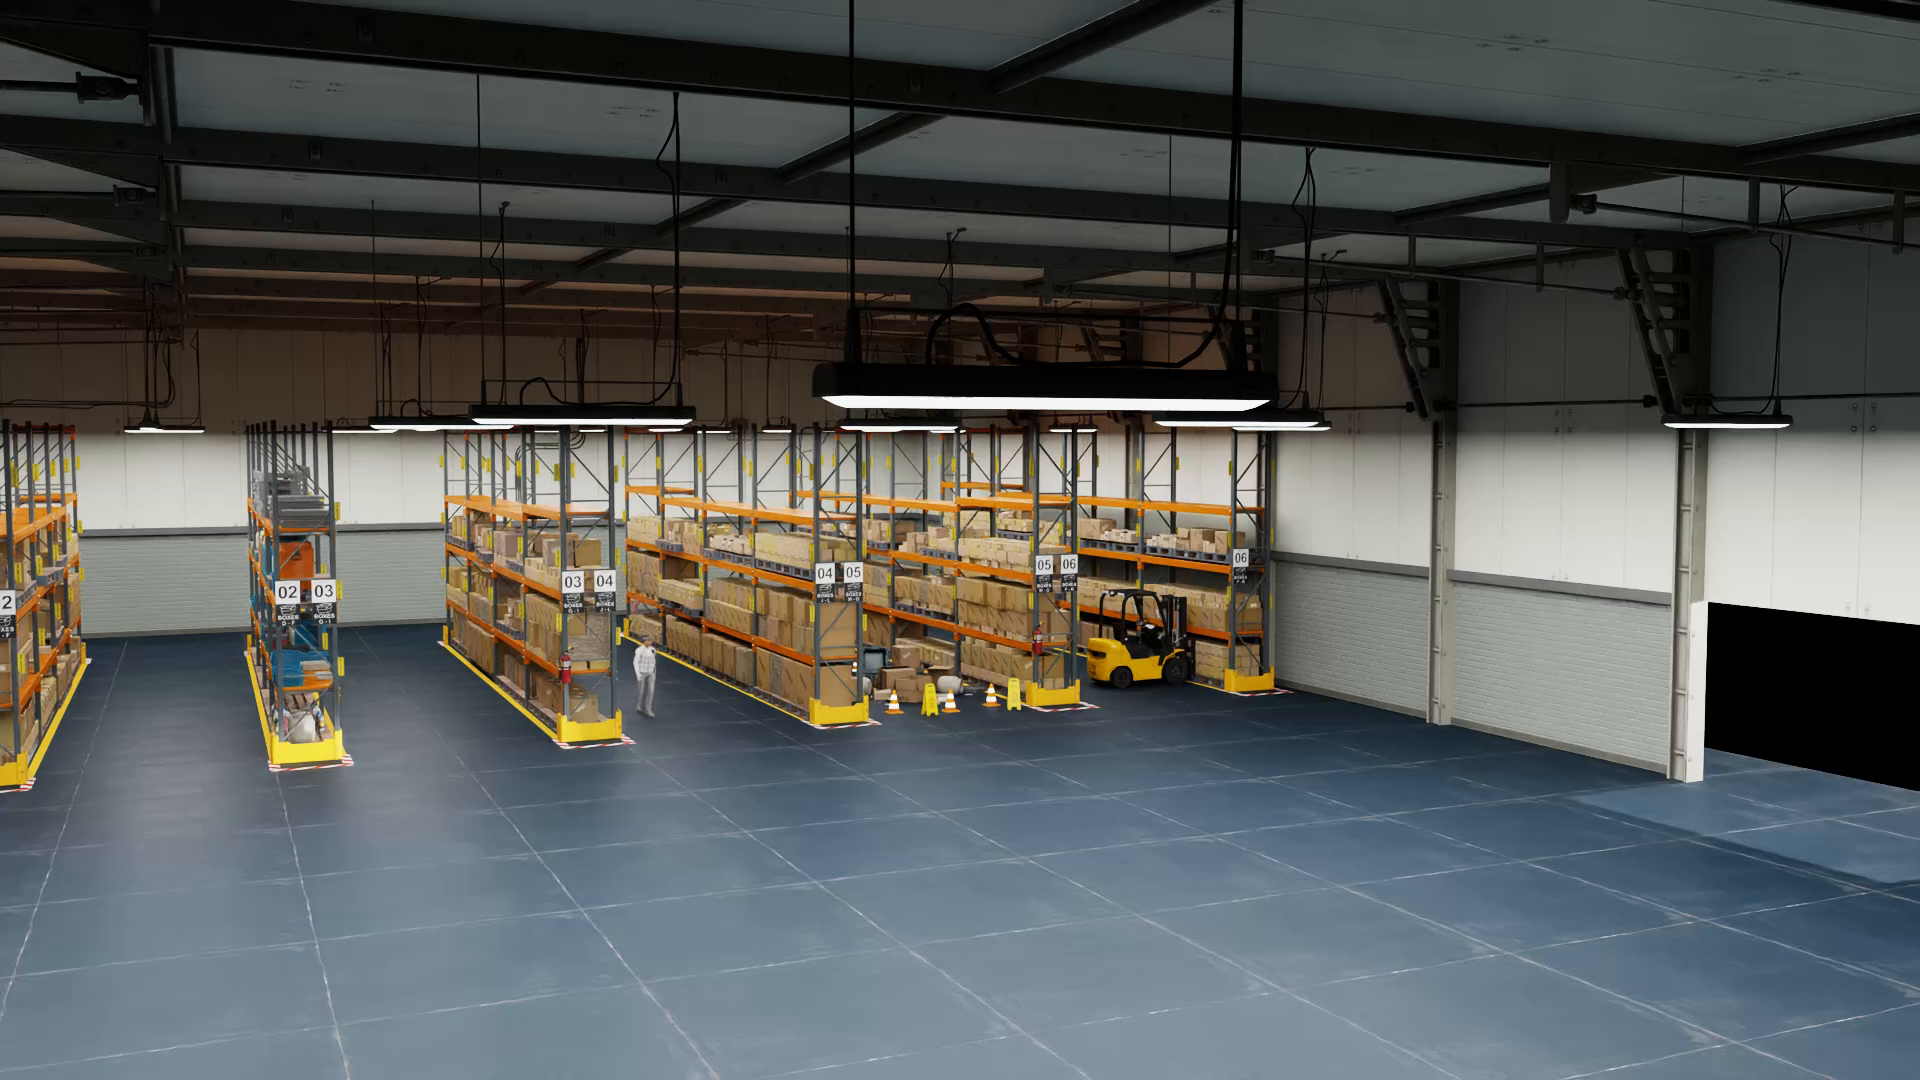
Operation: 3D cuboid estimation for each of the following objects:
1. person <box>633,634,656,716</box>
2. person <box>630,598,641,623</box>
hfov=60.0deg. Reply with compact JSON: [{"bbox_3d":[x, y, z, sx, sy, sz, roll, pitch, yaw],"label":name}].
[{"bbox_3d":[-6.474,2.771,34.284,0.566,1.685,0.718,-3,5,-39],"label":"person"},{"bbox_3d":[-9.691,1.786,49.559,0.441,1.649,0.754,2,4,28],"label":"person"}]
